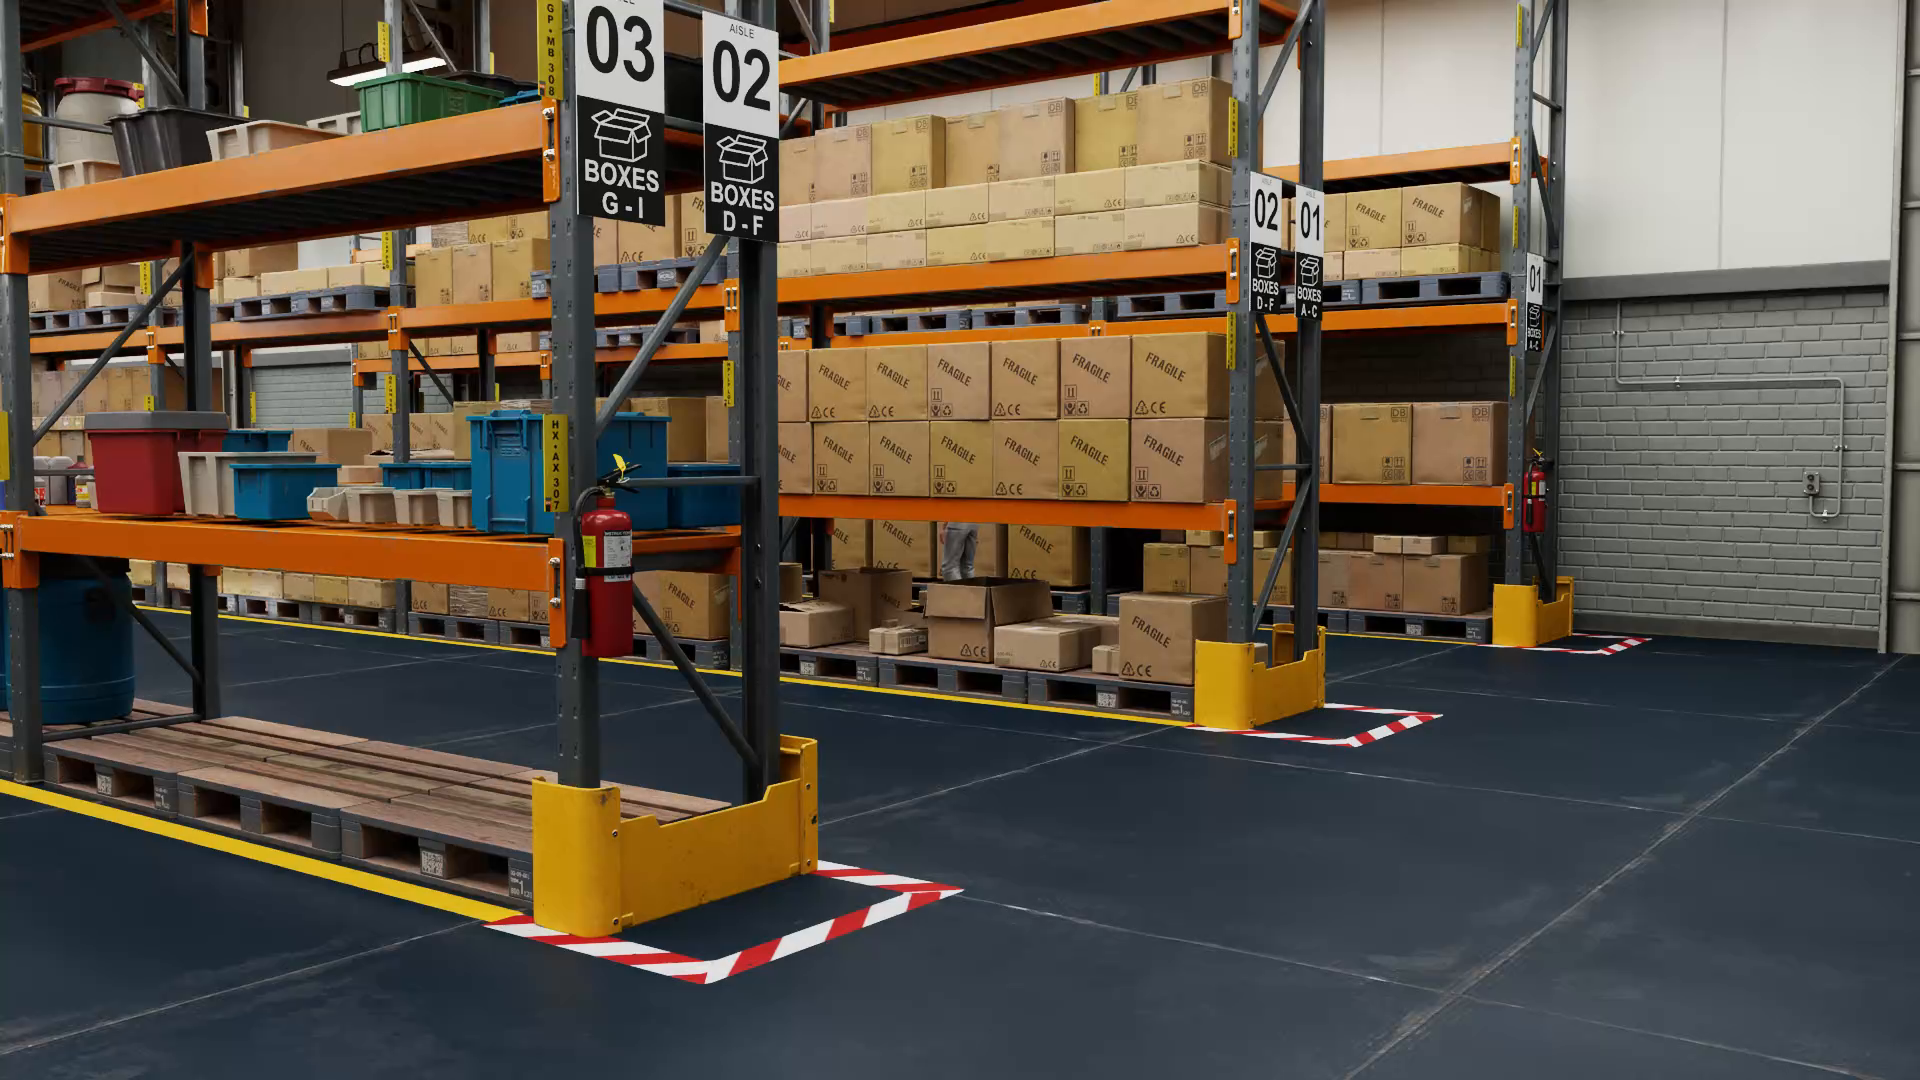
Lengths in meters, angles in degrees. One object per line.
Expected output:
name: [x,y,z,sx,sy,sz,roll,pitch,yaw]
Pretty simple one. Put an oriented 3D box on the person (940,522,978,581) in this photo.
person: [-0.013,-0.090,15.695,0.353,1.673,0.490,2,4,36]
